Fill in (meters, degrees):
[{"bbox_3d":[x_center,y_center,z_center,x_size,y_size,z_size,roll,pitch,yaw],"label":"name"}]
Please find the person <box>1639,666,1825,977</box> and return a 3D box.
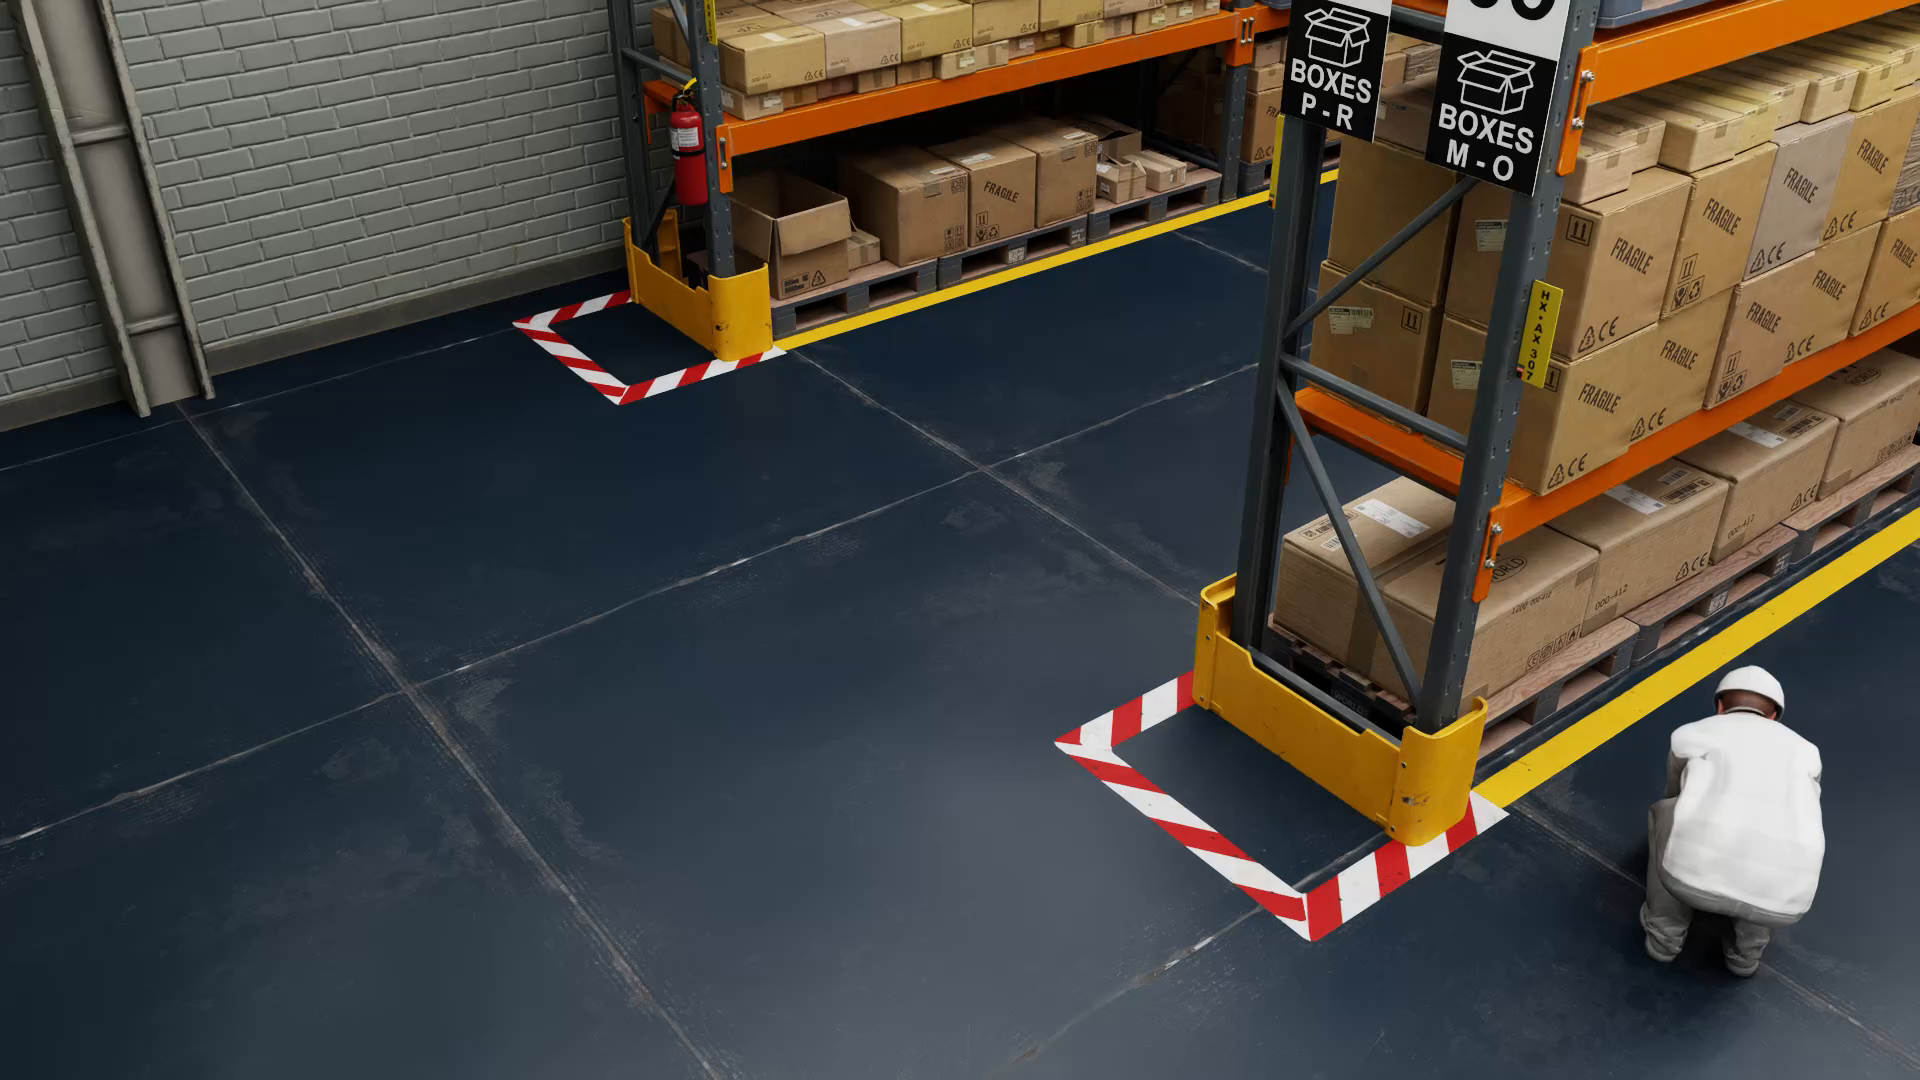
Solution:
[{"bbox_3d":[2.567,0.976,5.550,0.504,0.806,0.982,14,34,21],"label":"person"}]
